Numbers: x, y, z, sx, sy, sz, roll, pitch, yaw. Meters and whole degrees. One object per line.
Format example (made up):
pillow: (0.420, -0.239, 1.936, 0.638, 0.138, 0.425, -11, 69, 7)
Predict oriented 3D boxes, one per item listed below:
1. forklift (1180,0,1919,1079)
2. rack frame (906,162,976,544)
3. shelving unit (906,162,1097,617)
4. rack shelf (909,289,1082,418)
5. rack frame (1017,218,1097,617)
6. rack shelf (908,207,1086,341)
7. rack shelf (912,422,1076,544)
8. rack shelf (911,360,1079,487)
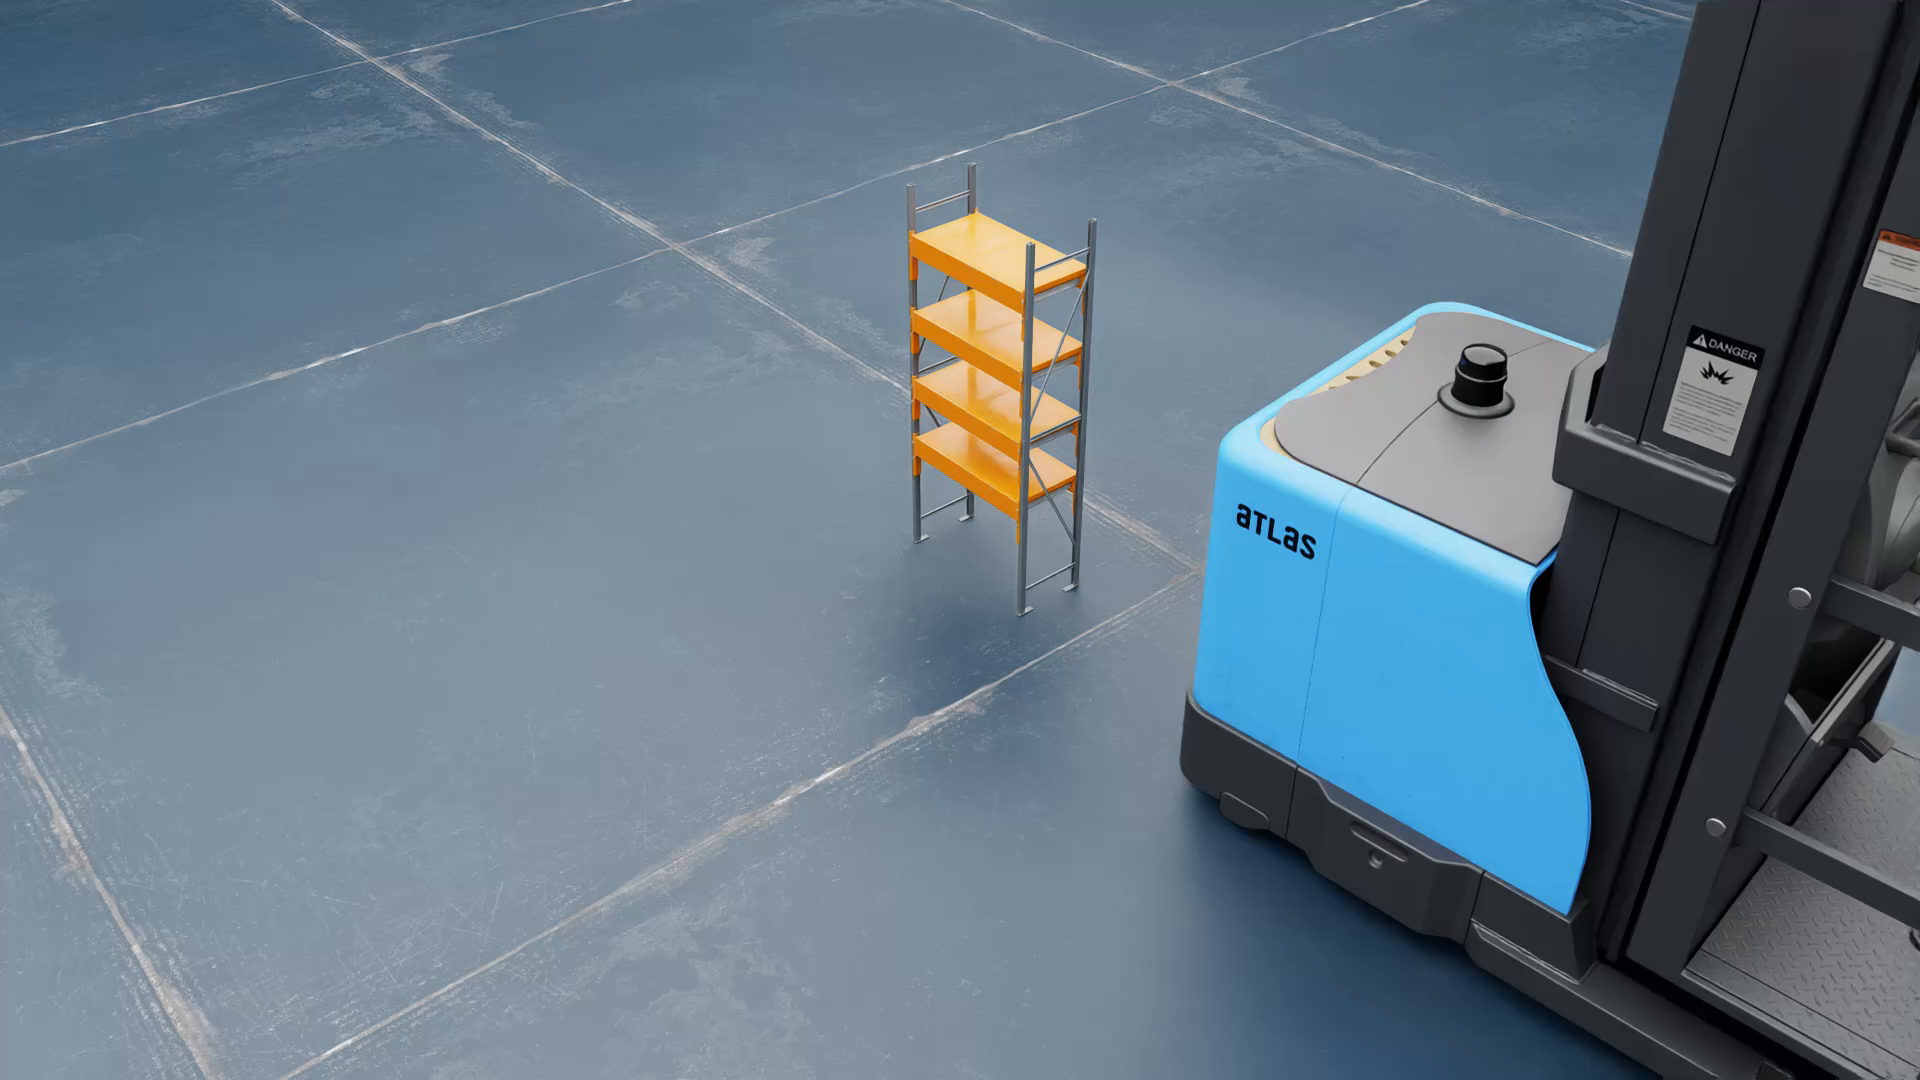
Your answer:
forklift: (1.984, -0.168, 2.952, 3.031, 2.935, 1.130, 29, 44, 34)
rack frame: (-0.051, -0.524, 4.952, 0.240, 1.200, 0.015, -26, 43, -32)
shelving unit: (0.107, -0.417, 4.800, 0.258, 1.200, 0.503, -26, 43, -32)
rack shelf: (0.107, -0.544, 4.710, 0.258, 0.148, 0.480, -26, 43, -32)
rack frame: (0.264, -0.309, 4.648, 0.240, 1.200, 0.015, -26, 43, -32)
rack shelf: (0.107, -0.737, 4.573, 0.258, 0.148, 0.480, -26, 43, -32)
rack shelf: (0.107, -0.200, 4.954, 0.258, 0.148, 0.480, -26, 43, -32)
rack shelf: (0.107, -0.362, 4.839, 0.258, 0.148, 0.480, -26, 43, -32)
